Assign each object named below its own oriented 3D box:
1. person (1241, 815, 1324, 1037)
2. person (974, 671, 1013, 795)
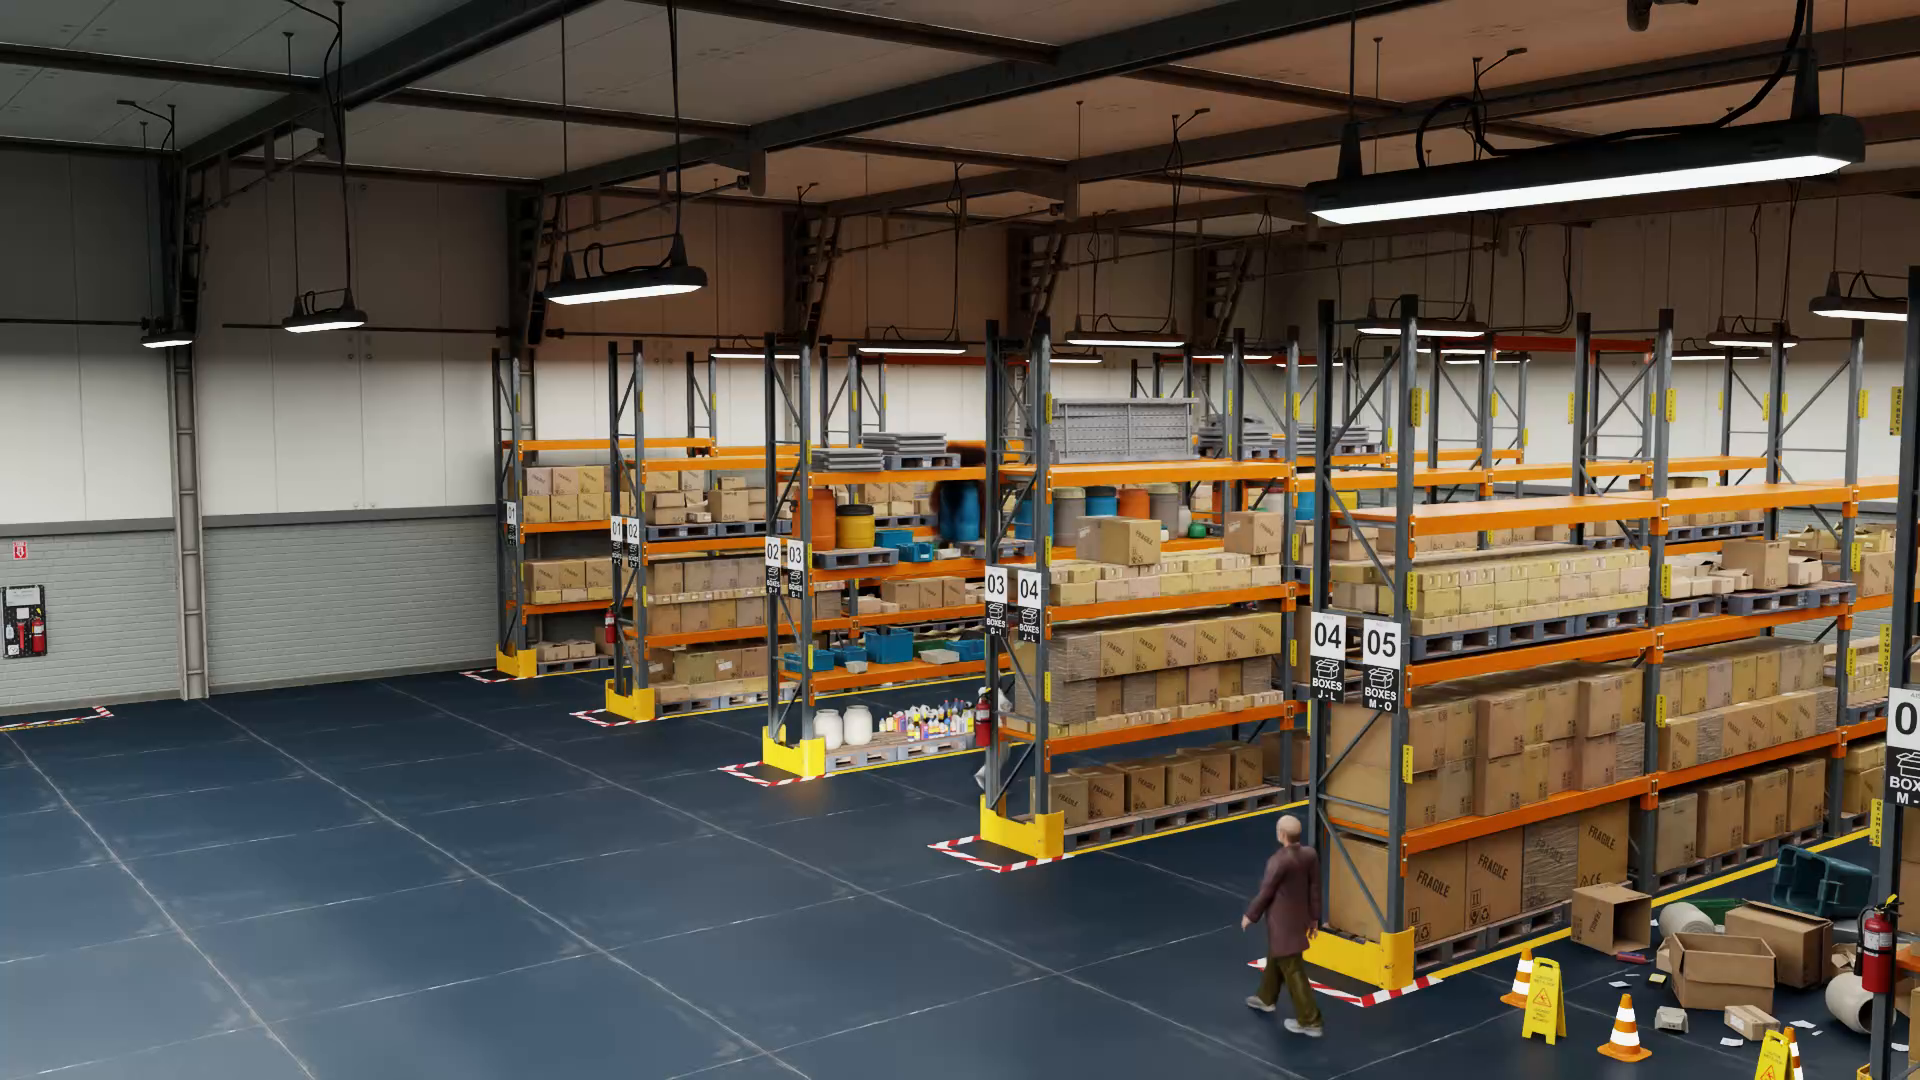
[{"bbox_3d":[2.587,3.088,13.526,0.922,1.755,0.588,5,7,44],"label":"person"},{"bbox_3d":[0.455,2.457,21.301,0.444,1.650,0.492,0,5,-5],"label":"person"}]
